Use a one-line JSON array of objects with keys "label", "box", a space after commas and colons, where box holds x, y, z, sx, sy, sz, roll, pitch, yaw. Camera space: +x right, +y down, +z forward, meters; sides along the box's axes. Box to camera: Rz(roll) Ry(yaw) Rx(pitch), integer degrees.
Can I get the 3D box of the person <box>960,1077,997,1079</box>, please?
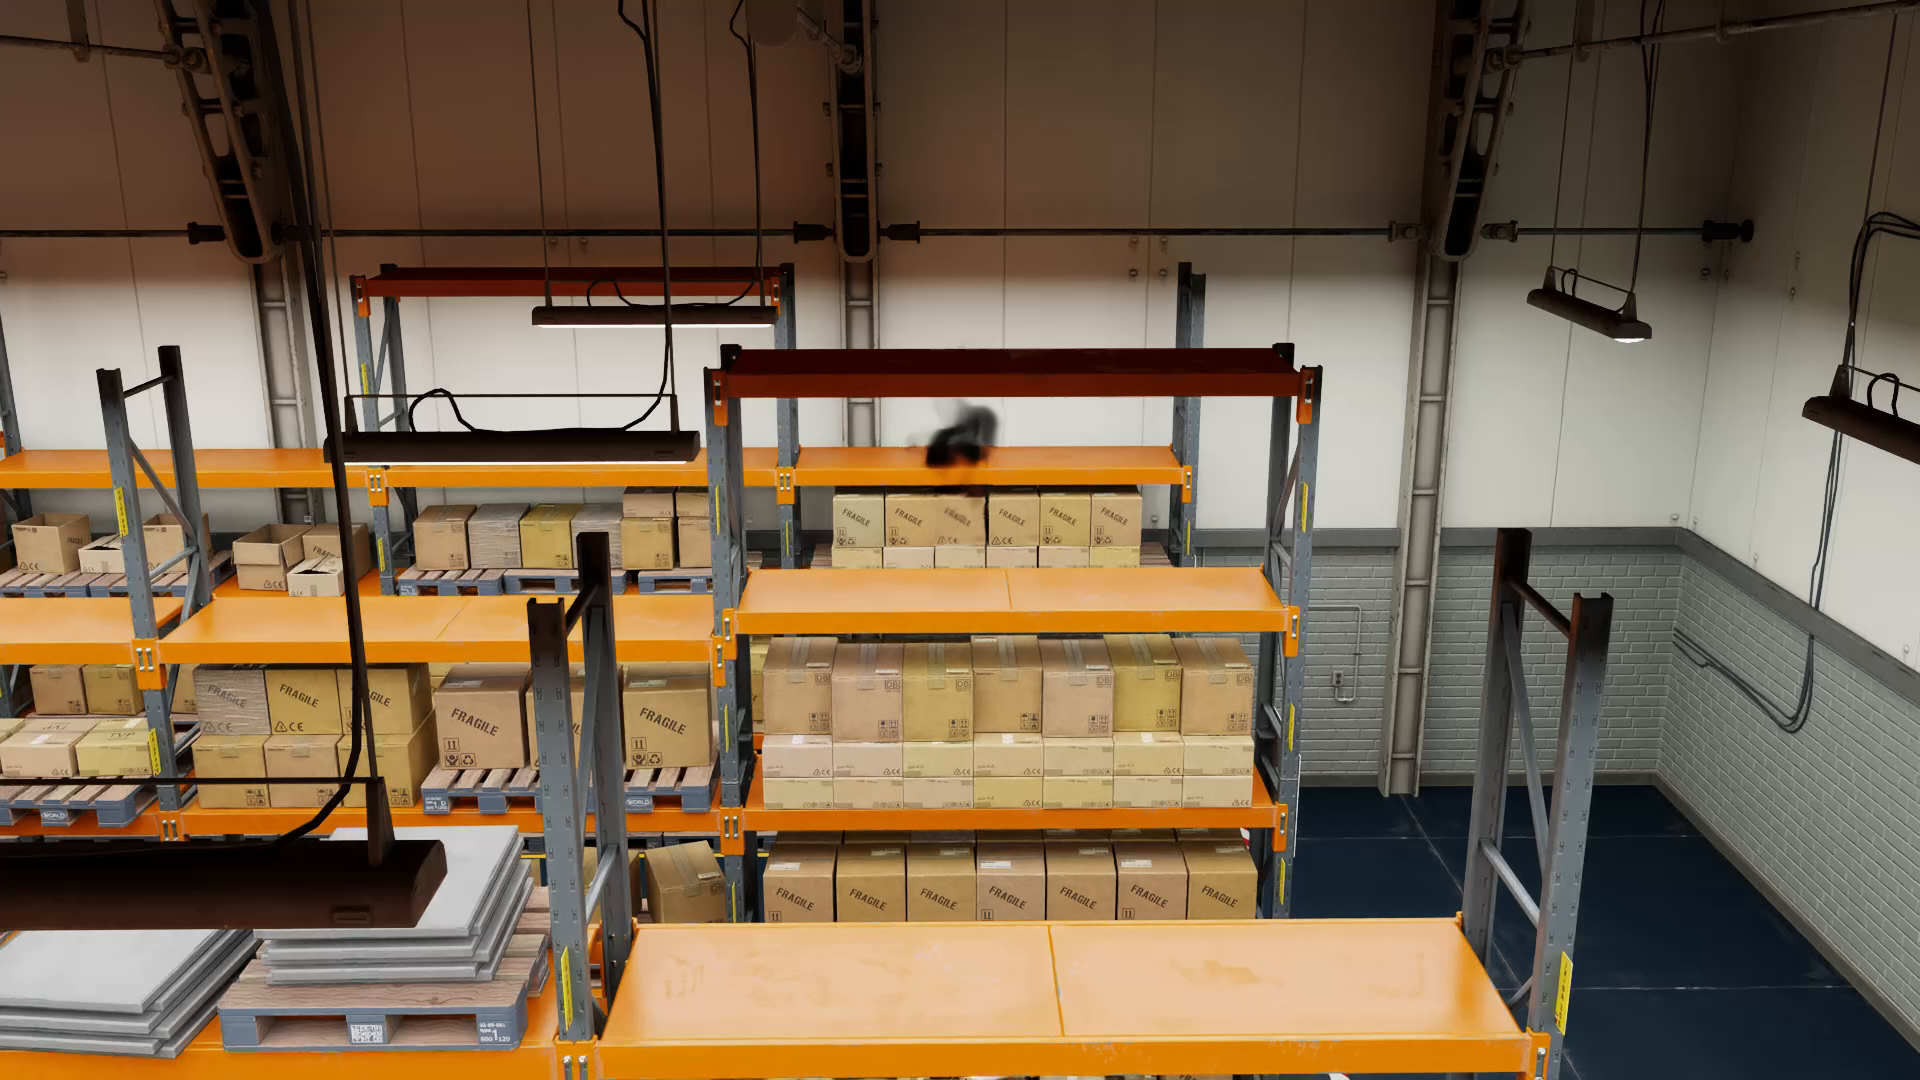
[{"label": "person", "box": [0.132, 4.203, 11.000, 0.767, 1.829, 0.642, -3, 16, -11]}]
